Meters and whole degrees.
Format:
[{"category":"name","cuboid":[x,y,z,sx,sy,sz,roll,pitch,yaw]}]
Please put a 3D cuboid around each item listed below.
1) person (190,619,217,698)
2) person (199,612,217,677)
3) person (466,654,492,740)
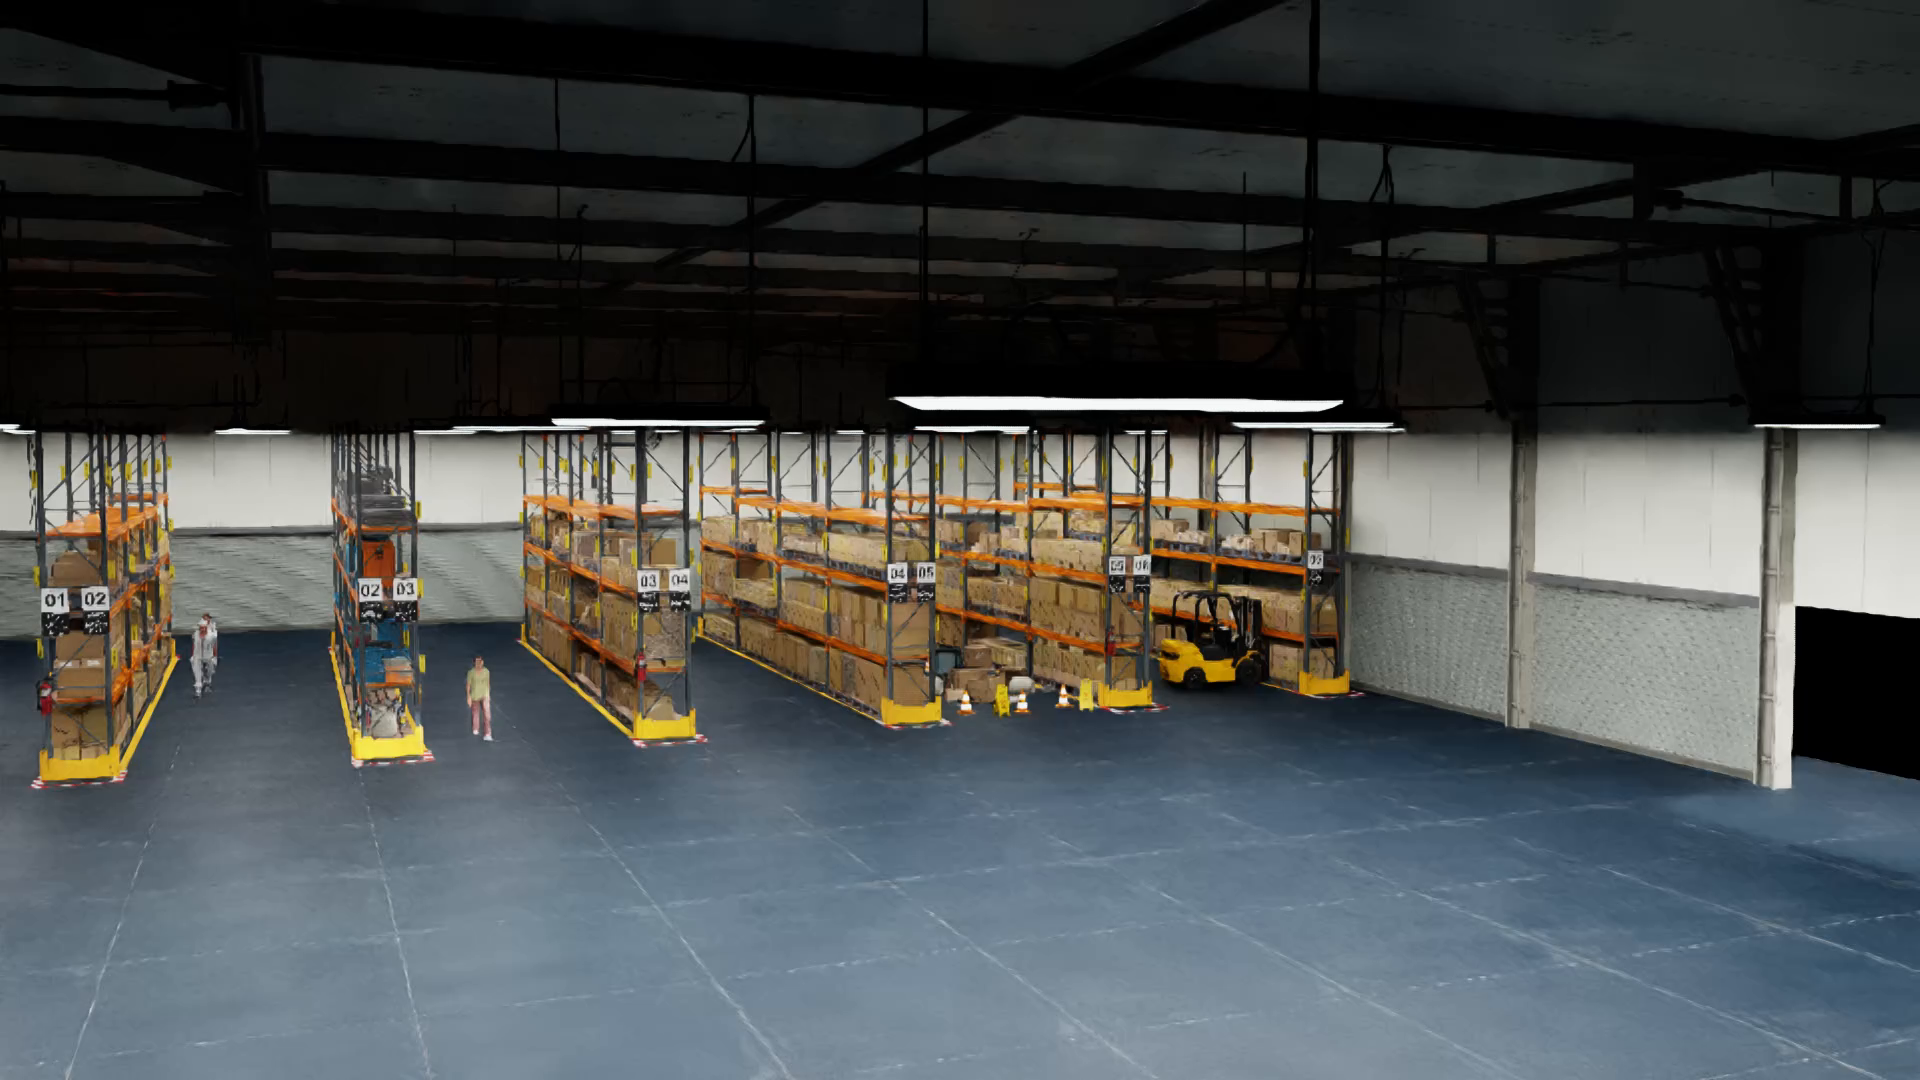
[{"category":"person","cuboid":[-16.567,2.572,36.434,0.551,1.707,1.109,-2,4,-24]},{"category":"person","cuboid":[-17.952,2.472,39.712,0.417,1.525,1.034,-2,4,-23]},{"category":"person","cuboid":[-9.090,2.966,31.403,0.448,1.555,1.109,-1,4,-19]}]
